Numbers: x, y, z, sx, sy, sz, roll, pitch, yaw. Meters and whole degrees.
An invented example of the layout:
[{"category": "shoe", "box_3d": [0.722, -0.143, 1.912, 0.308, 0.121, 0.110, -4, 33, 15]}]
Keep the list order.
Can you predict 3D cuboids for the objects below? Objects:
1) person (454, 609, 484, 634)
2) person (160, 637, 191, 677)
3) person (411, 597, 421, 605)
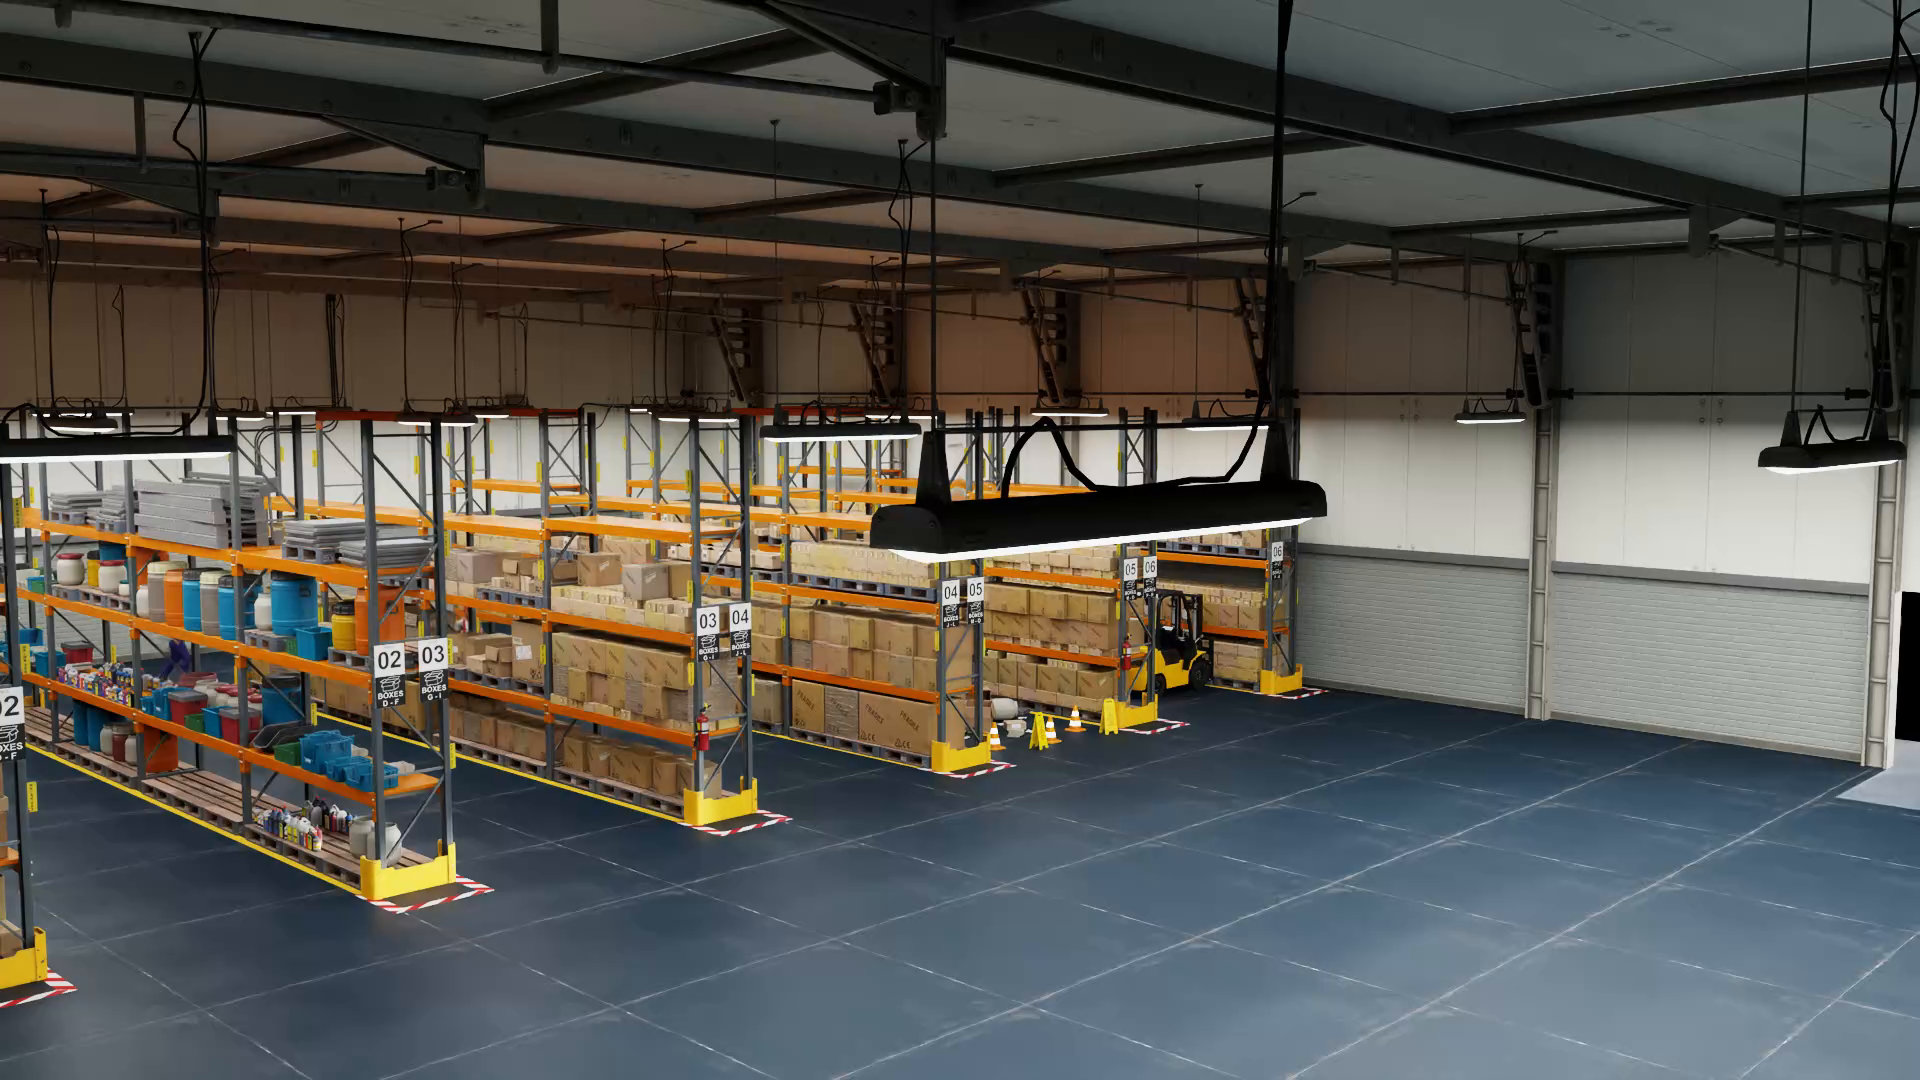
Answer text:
[{"category": "person", "box_3d": [-10.603, 2.308, 35.927, 0.661, 1.722, 0.799, -4, 6, -37]}, {"category": "person", "box_3d": [-17.075, 2.240, 36.195, 0.669, 1.543, 0.627, -2, 5, -22]}, {"category": "person", "box_3d": [-12.773, 2.083, 38.843, 0.584, 1.612, 0.993, 1, 5, 16]}]
